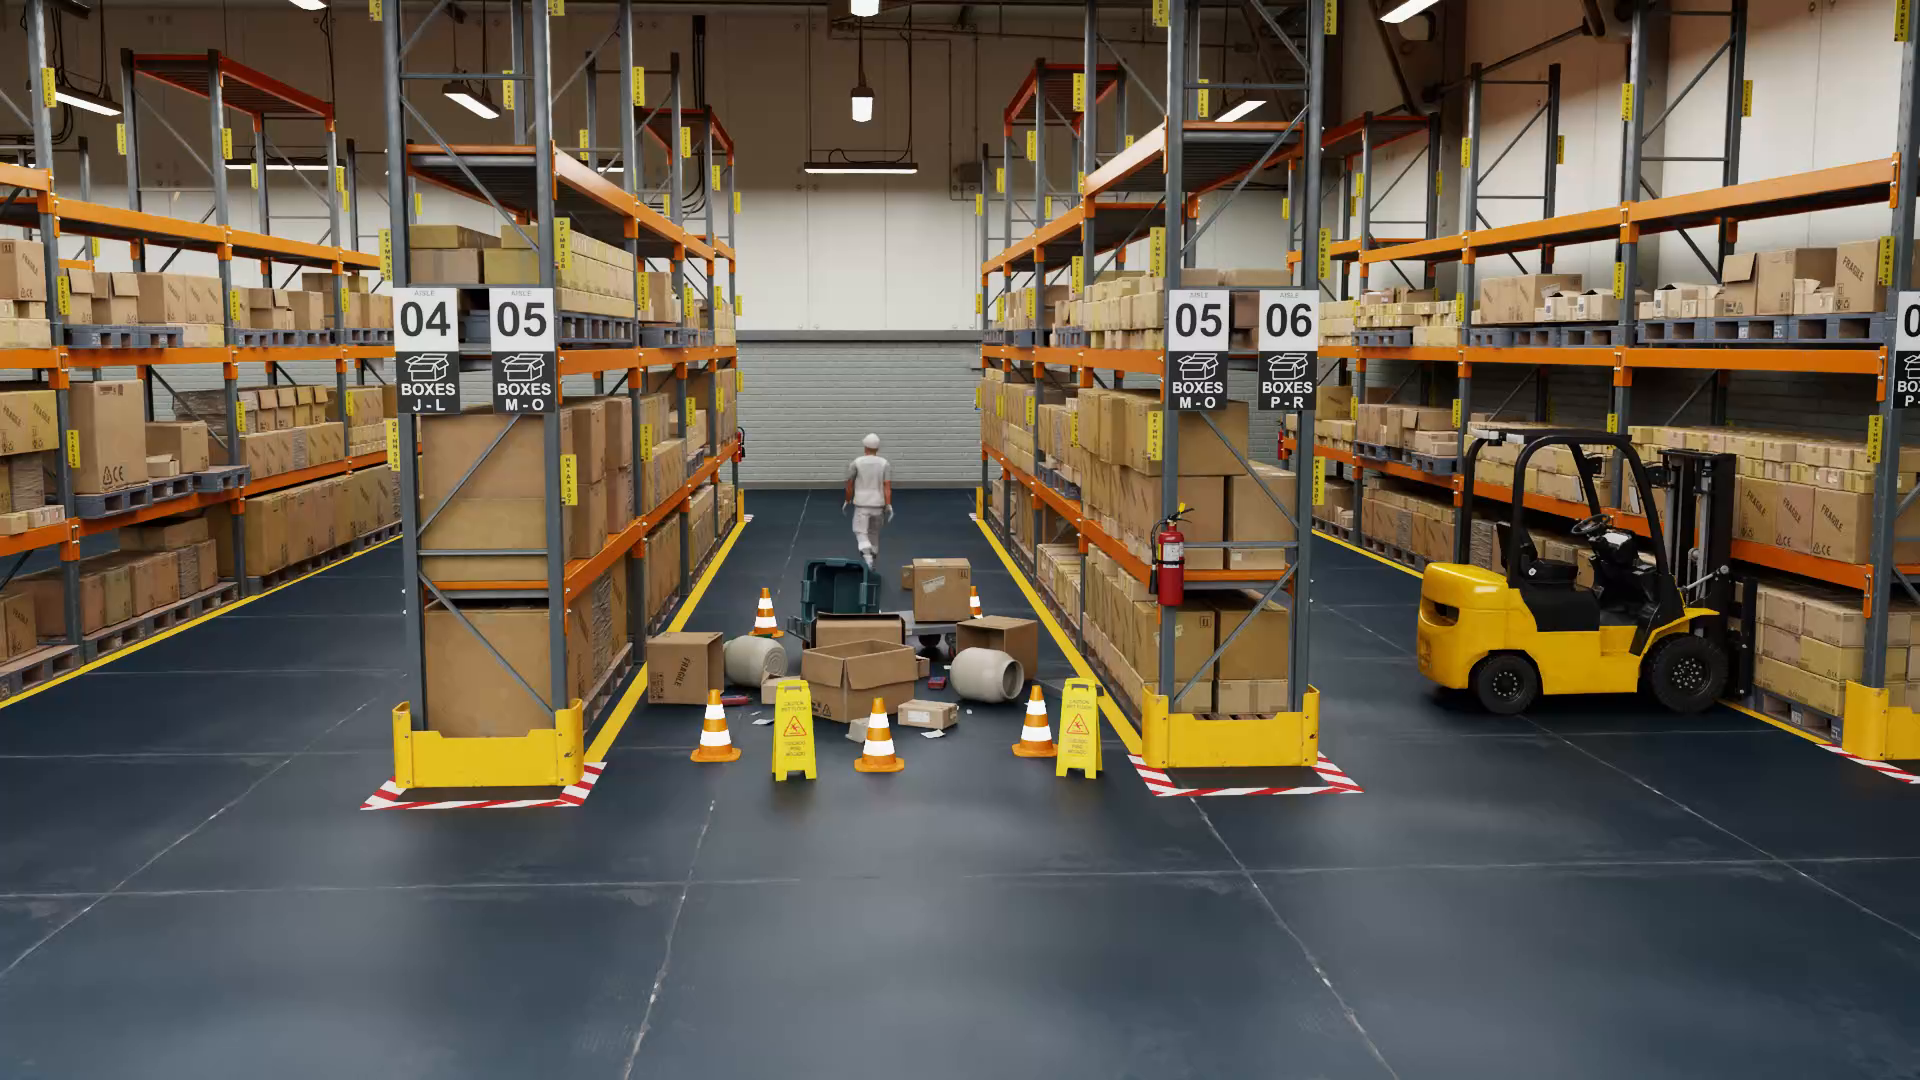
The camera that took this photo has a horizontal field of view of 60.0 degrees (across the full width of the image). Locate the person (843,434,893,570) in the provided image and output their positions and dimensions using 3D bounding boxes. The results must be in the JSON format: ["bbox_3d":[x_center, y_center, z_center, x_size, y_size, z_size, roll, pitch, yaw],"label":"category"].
[{"bbox_3d":[-1.119,-0.421,20.201,0.566,1.746,1.020,-2,7,-15],"label":"person"}]
